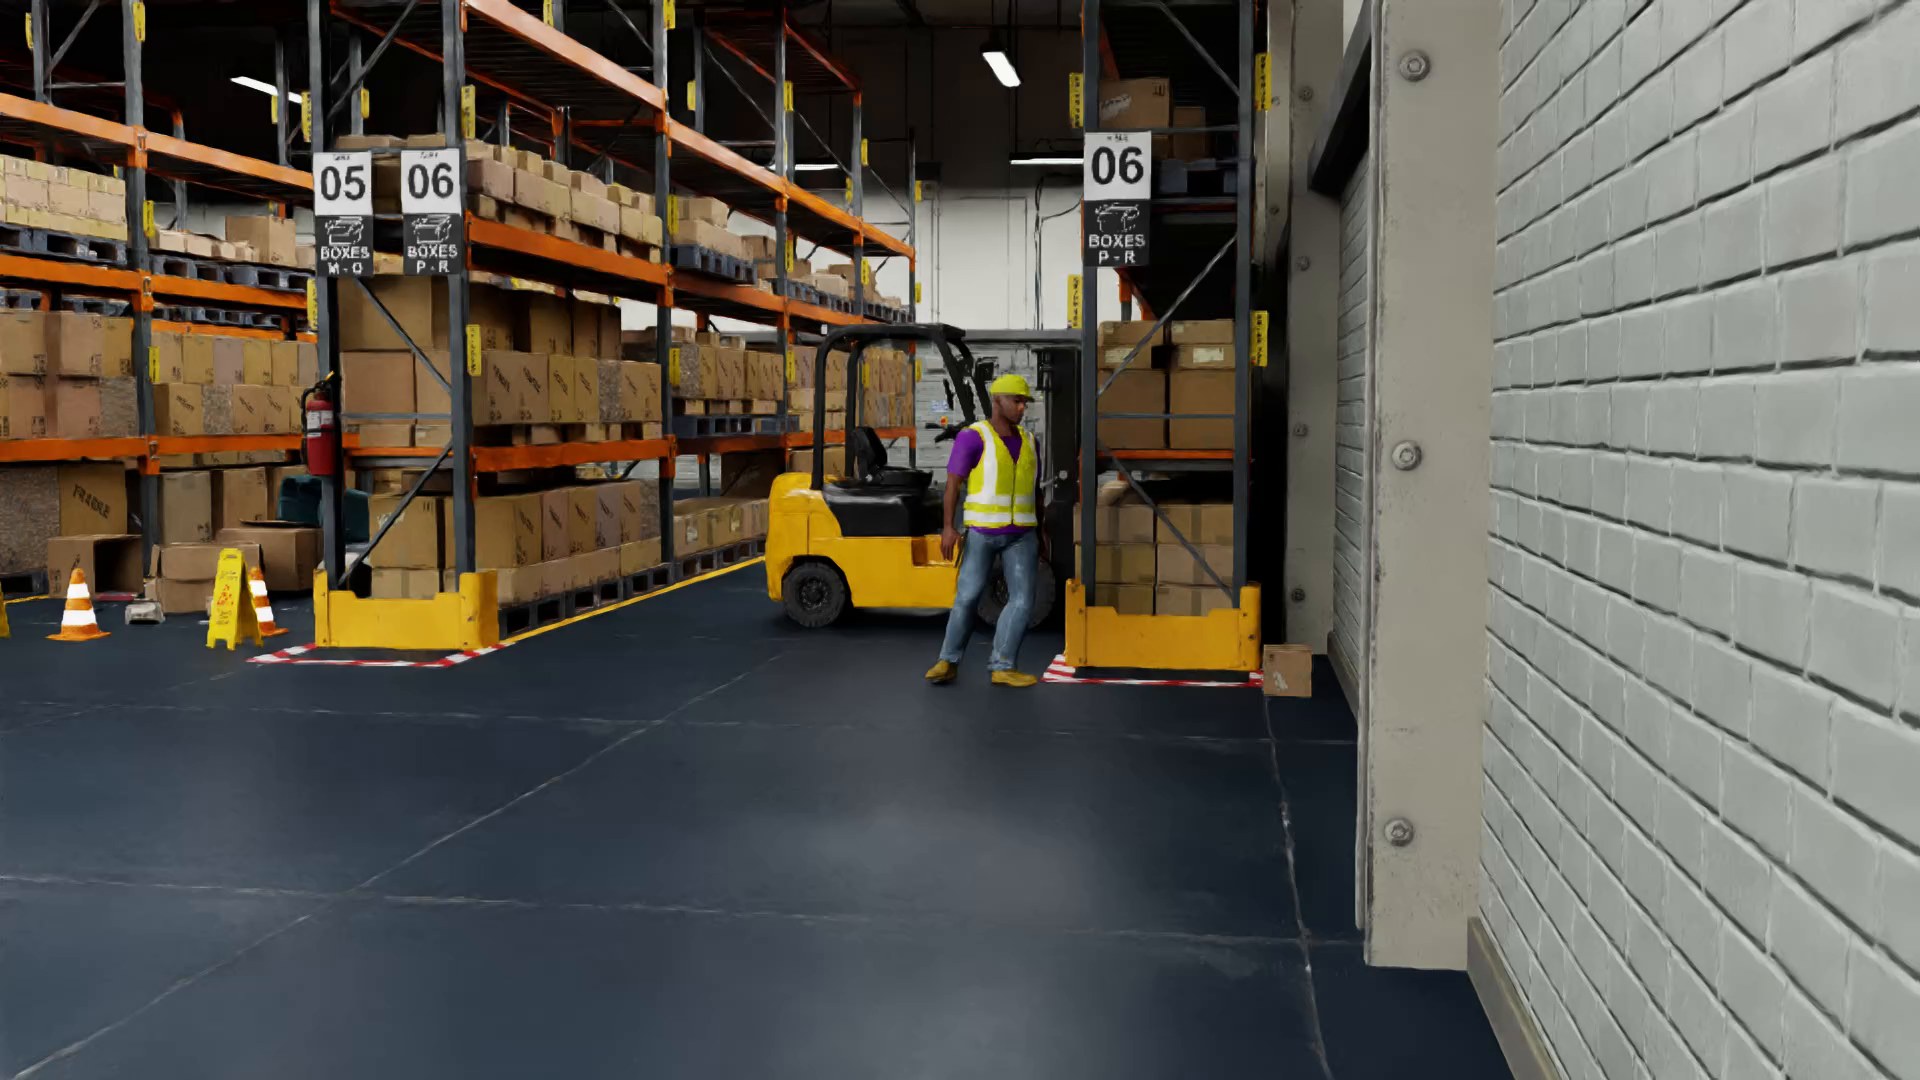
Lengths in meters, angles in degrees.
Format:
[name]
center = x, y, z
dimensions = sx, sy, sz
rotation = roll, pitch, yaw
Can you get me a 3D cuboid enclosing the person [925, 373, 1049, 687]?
[person]
center = 0.150, -0.059, 9.351
dimensions = 0.696, 1.749, 0.504
rotation = -2, 5, -26
